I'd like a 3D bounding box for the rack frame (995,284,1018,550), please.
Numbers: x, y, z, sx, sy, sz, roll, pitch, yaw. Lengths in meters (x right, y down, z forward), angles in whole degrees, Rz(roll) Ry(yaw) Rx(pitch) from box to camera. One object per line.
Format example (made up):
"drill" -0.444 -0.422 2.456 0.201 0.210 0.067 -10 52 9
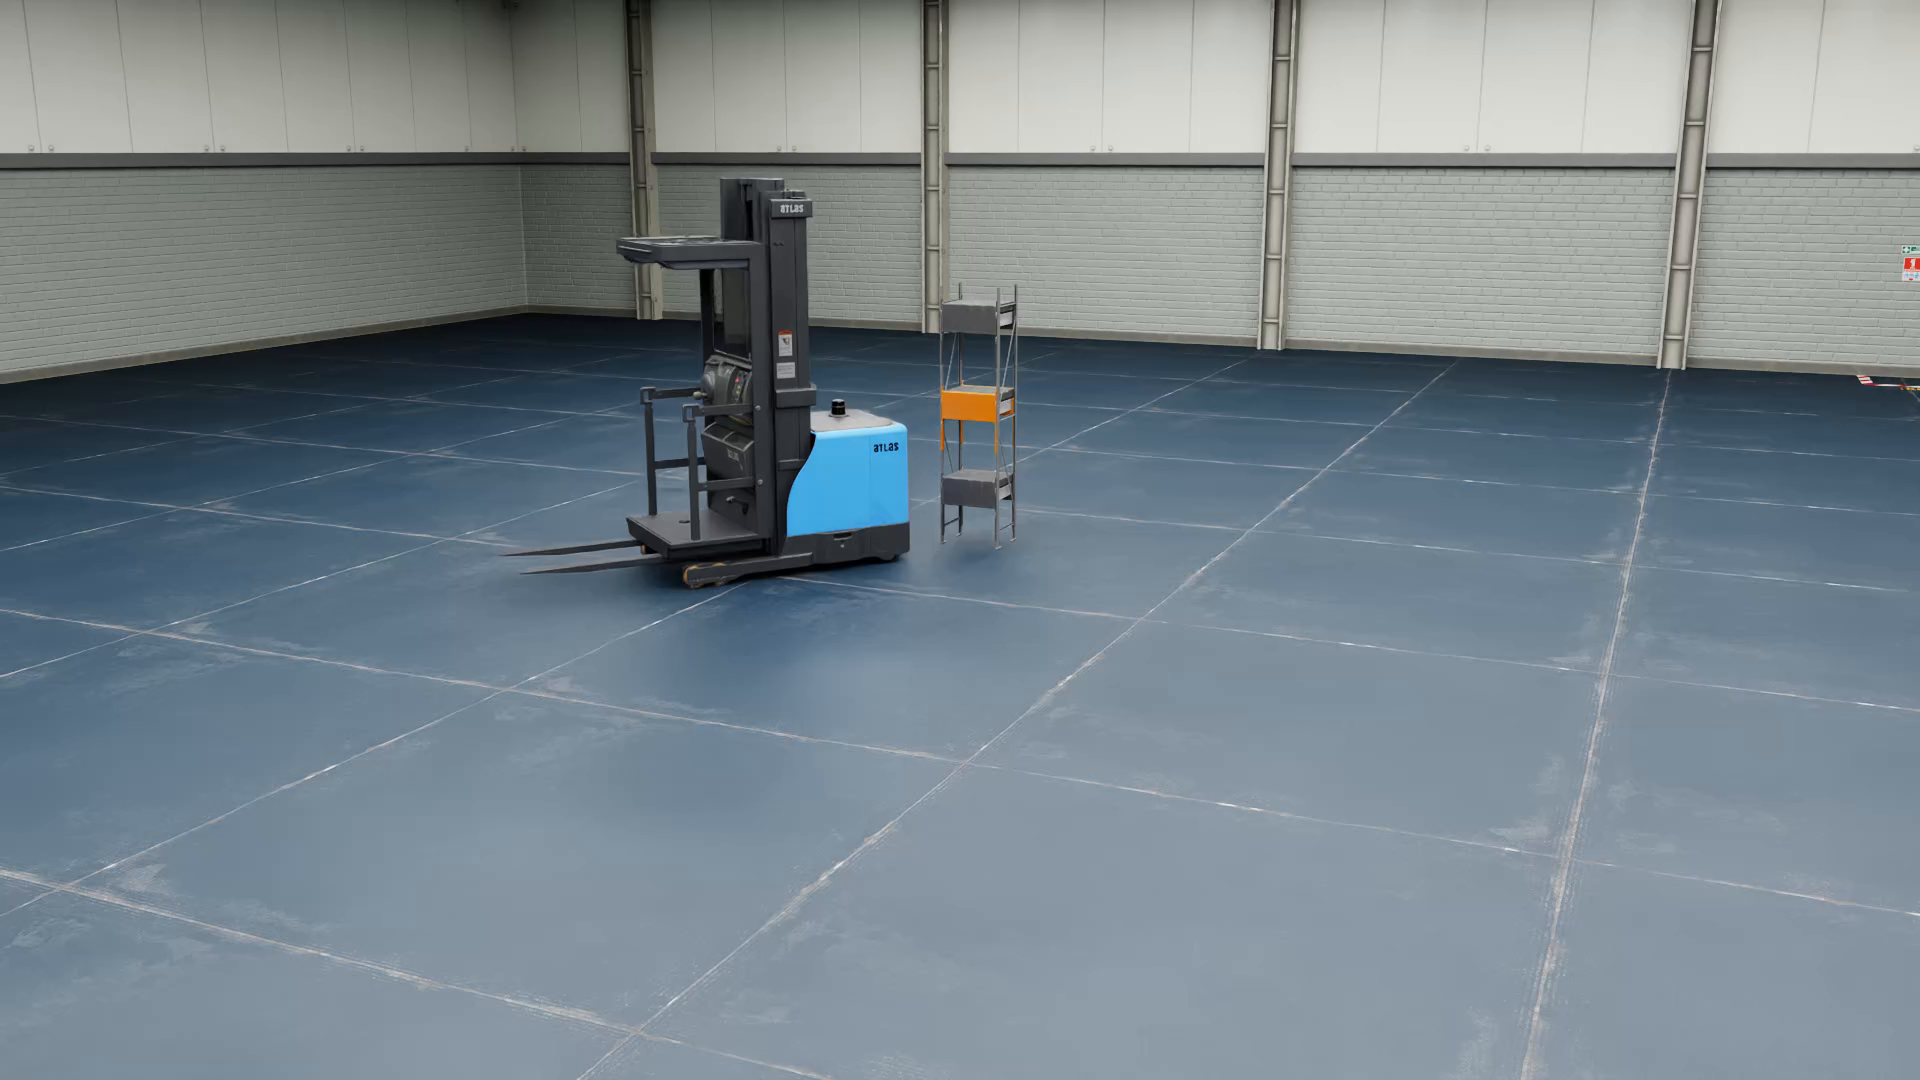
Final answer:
"rack frame" 0.374 -0.984 13.353 0.015 2.100 0.400 6 14 23

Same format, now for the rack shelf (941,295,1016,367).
"rack shelf" 0.151 -1.675 13.293 0.480 0.518 0.431 6 14 23

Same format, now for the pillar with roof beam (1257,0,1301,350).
"pillar with roof beam" 3.312 -6.593 22.153 0.400 9.000 9.100 6 14 23

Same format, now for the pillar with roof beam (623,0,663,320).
"pillar with roof beam" -7.660 -7.703 26.885 0.400 9.000 9.100 6 14 23

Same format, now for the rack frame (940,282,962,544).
"rack frame" -0.072 -1.029 13.546 0.015 2.100 0.400 6 14 23

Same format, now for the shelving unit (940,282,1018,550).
"shelving unit" 0.151 -1.007 13.450 0.503 2.100 0.431 6 14 23

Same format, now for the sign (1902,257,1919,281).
"sign" 13.319 -3.788 23.253 0.234 0.329 0.001 6 14 23

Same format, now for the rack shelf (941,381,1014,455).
"rack shelf" 0.151 -0.994 13.453 0.480 0.518 0.431 6 14 23

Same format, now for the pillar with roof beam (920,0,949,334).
"pillar with roof beam" -2.174 -7.148 24.519 0.400 9.000 9.100 6 14 23

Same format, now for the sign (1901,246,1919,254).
"sign" 13.320 -4.044 23.183 0.331 0.109 0.001 6 14 23

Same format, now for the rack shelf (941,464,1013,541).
"rack shelf" 0.151 -0.312 13.613 0.480 0.518 0.431 6 14 23

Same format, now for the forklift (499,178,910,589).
"forklift" -1.938 -1.207 12.483 3.031 2.935 1.130 -7 15 -28

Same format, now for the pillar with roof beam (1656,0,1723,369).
"pillar with roof beam" 8.797 -6.038 19.787 0.400 9.000 9.100 6 14 23
